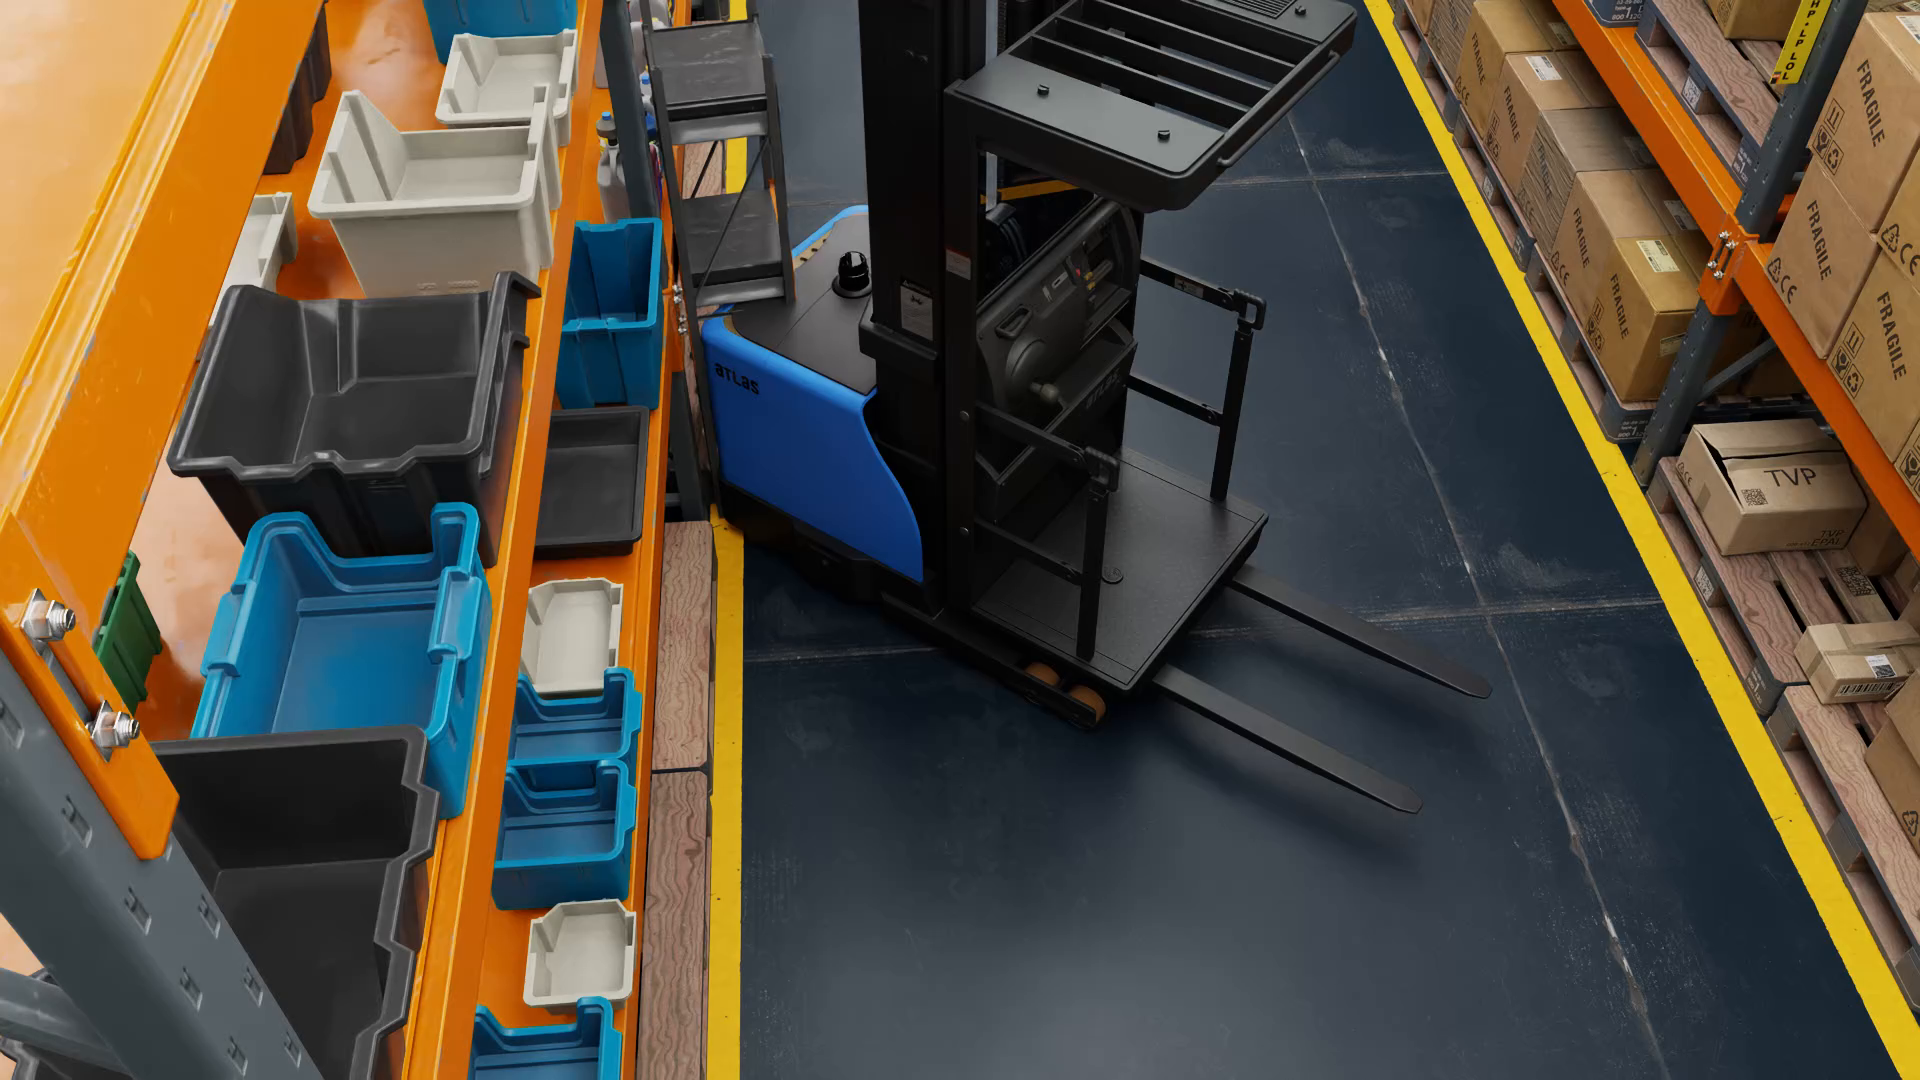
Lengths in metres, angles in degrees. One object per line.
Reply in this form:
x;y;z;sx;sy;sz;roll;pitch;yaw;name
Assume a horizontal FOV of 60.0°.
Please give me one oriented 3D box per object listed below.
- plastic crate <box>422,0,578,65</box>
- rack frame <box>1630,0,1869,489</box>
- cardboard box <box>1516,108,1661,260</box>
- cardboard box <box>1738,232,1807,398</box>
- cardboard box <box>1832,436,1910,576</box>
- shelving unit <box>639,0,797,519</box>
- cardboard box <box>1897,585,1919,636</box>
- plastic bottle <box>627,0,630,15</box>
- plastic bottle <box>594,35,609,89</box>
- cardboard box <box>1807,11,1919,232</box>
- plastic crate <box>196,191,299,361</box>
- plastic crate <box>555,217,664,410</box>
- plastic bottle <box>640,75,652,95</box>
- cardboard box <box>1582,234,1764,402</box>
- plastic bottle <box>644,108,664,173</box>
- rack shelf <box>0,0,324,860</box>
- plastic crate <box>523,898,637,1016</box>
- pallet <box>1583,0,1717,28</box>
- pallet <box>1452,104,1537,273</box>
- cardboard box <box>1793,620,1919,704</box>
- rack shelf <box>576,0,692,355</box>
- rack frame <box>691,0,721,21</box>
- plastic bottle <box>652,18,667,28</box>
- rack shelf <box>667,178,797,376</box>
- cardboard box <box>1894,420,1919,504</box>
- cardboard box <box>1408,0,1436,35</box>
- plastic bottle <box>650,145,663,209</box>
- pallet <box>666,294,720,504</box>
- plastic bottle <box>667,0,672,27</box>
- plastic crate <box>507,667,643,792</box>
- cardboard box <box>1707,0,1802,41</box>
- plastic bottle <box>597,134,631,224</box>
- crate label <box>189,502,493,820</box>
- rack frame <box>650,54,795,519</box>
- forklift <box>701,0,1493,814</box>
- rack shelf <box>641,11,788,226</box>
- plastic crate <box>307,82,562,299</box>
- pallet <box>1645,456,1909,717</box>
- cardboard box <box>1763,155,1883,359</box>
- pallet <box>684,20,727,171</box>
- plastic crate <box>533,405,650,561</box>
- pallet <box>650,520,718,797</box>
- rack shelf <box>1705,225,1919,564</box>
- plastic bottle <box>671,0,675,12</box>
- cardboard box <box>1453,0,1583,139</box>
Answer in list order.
-1.147;-1.363;4.161;0.416;0.233;0.300;-3;47;-3;plastic crate
3.395;-1.327;6.077;1.000;3.000;0.127;-3;47;-3;rack frame
2.993;-1.679;7.829;0.500;0.500;0.500;-3;47;-3;cardboard box
3.597;-0.983;7.170;0.500;0.500;0.500;-5;47;-5;cardboard box
3.725;-0.223;6.451;0.500;0.500;0.500;-3;47;-3;cardboard box
-0.864;-1.019;6.373;0.431;2.100;0.503;-9;47;-8;shelving unit
3.788;0.384;6.005;0.500;0.311;0.500;-3;47;-3;cardboard box
-1.440;-2.397;7.180;0.097;0.271;0.097;0;47;0;plastic bottle
-1.430;-2.004;6.804;0.152;0.276;0.135;-3;47;-3;plastic bottle
3.154;-1.347;5.338;0.500;0.500;0.500;-2;47;-2;cardboard box
-1.627;-0.555;3.462;0.437;0.136;0.530;-3;47;-3;plastic crate
-1.163;-0.726;5.478;0.392;0.384;0.575;-3;47;-3;plastic crate
-1.214;-1.692;6.512;0.097;0.271;0.097;0;47;0;plastic bottle
3.068;-0.958;7.146;0.500;0.500;0.500;-4;47;-4;cardboard box
-1.194;-1.524;6.353;0.097;0.271;0.097;0;47;0;plastic bottle
-1.374;-1.259;2.652;1.077;0.370;4.000;-3;47;-3;rack shelf
-0.901;1.009;4.005;0.250;0.136;0.298;-3;47;-3;plastic crate
3.227;-2.748;7.555;1.003;0.211;1.213;-3;47;-3;pallet
3.184;-1.839;8.482;1.003;0.211;1.213;-3;47;-3;pallet
3.297;0.439;6.054;0.380;0.166;0.250;-3;47;-3;cardboard box
-1.709;-2.228;7.426;1.077;0.370;4.000;-3;47;-3;rack shelf
-1.876;-3.922;8.535;1.000;3.000;0.127;-3;47;-3;rack frame
-1.261;-2.073;6.921;0.097;0.201;0.097;0;47;0;plastic bottle
-0.864;-1.009;6.383;0.431;0.518;0.480;-9;47;-8;rack shelf
3.251;-0.243;4.982;0.500;0.500;0.500;-4;47;-4;cardboard box
2.813;-3.166;9.237;0.500;0.500;0.500;-2;47;-2;cardboard box
-1.158;-1.376;6.204;0.061;0.283;0.133;-3;47;-3;plastic bottle
-1.565;-0.630;7.338;1.003;0.211;1.213;-3;47;-3;pallet
-1.280;-2.265;7.055;0.097;0.271;0.097;0;47;0;plastic bottle
-1.035;0.534;4.388;0.416;0.233;0.300;-3;47;-3;plastic crate
3.457;-2.355;6.693;0.700;0.500;0.500;3;47;3;cardboard box
-1.252;-1.315;6.100;0.144;0.351;0.185;-3;47;-3;plastic bottle
-0.962;0.198;2.669;0.408;0.251;0.502;-3;47;-3;crate label
-0.812;-0.845;6.209;0.400;2.100;0.015;-9;47;-8;rack frame
0.516;-0.746;5.574;3.031;2.935;1.130;27;52;23;forklift
-0.864;-1.489;5.874;0.431;0.518;0.480;-9;47;-8;rack shelf
-1.085;-0.747;3.544;0.437;0.282;0.530;-3;47;-3;plastic crate
3.451;0.129;6.619;1.003;0.211;1.213;-3;47;-3;pallet
3.166;-0.976;5.676;0.500;0.500;0.500;-2;47;-2;cardboard box
-1.769;-2.395;9.010;1.003;0.211;1.213;-3;47;-3;pallet
-1.180;-0.161;5.121;0.437;0.125;0.590;-3;47;-3;plastic crate
-1.441;0.460;6.305;1.003;0.211;1.213;-3;47;-3;pallet
3.562;0.368;4.968;1.077;0.370;4.000;-3;47;-3;rack shelf
-1.323;-2.464;7.188;0.144;0.351;0.185;-3;47;-3;plastic bottle
2.900;-2.424;8.535;0.500;0.500;0.500;-4;47;-4;cardboard box
